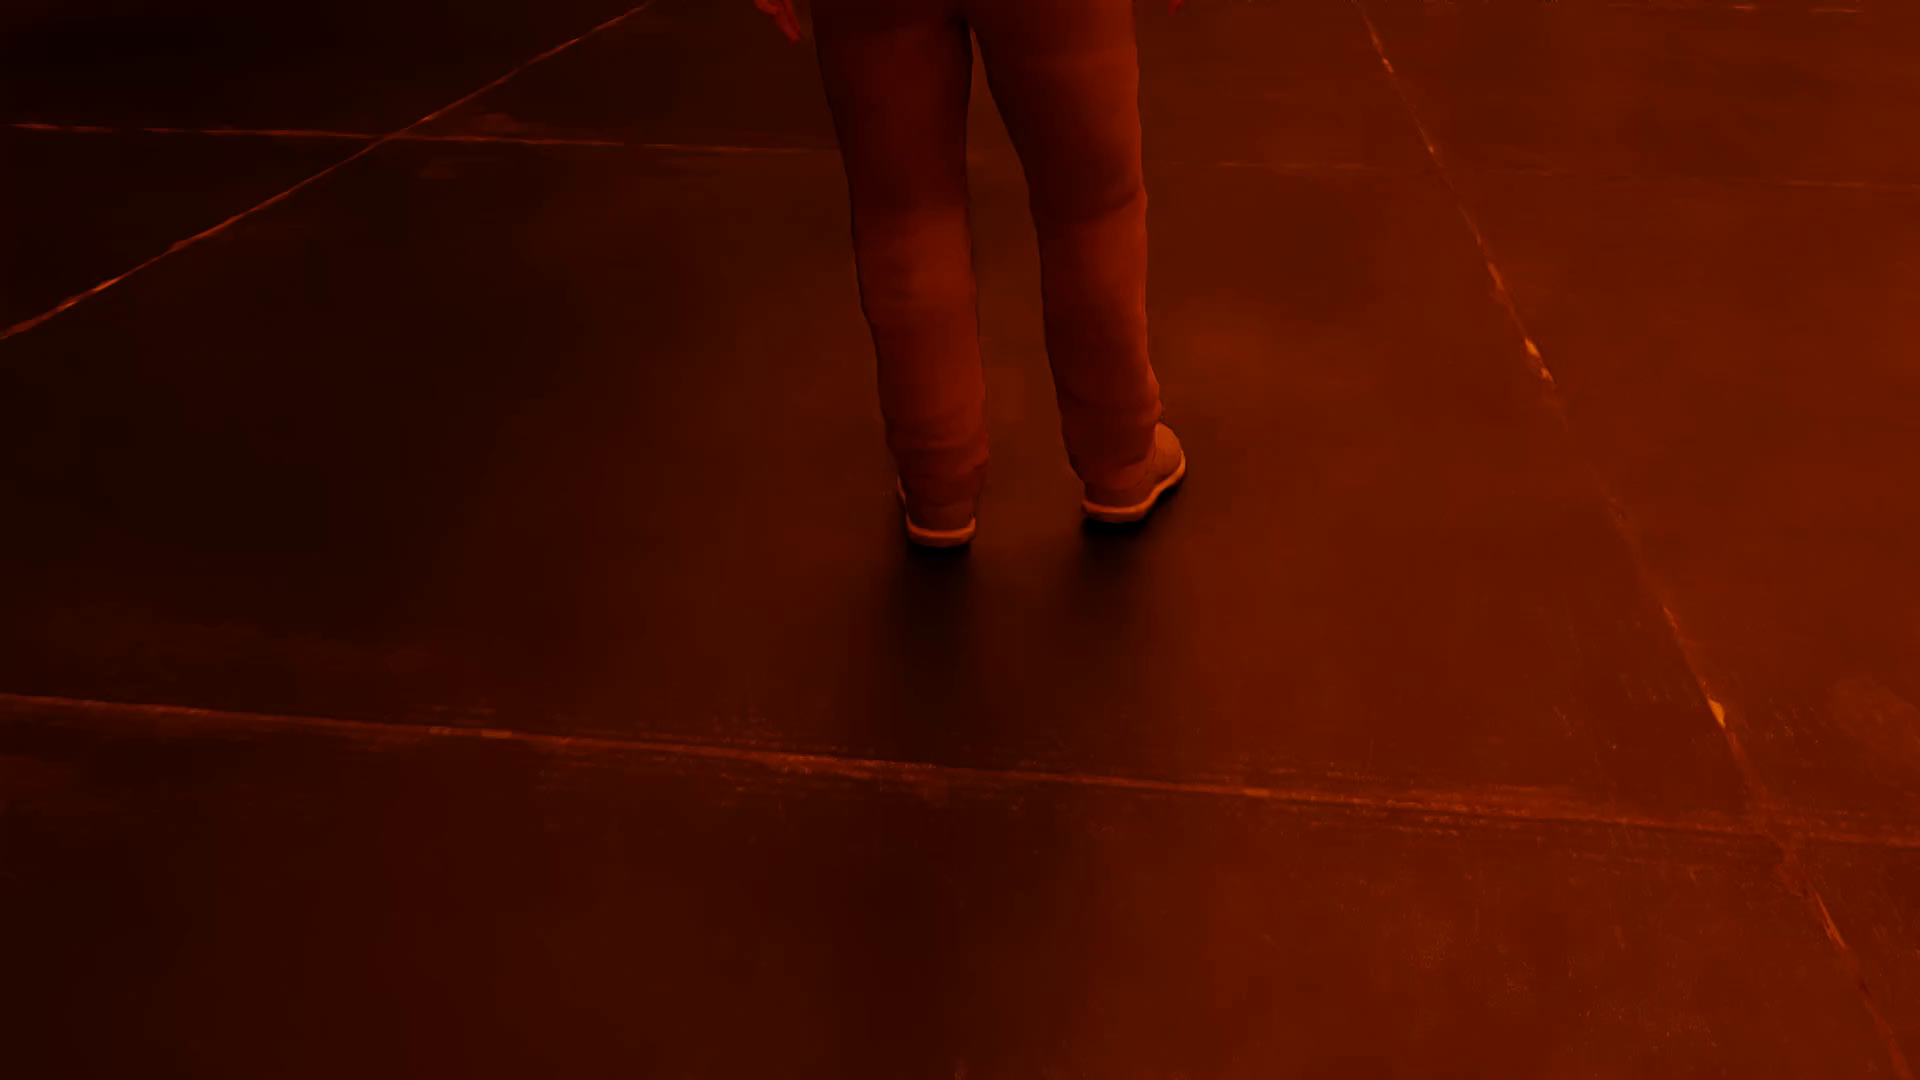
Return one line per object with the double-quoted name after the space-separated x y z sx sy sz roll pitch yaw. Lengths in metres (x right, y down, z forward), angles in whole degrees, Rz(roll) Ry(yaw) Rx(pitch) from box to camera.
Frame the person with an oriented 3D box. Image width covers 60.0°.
0.024 -0.819 2.189 0.640 1.727 0.550 3 27 7 "person"
